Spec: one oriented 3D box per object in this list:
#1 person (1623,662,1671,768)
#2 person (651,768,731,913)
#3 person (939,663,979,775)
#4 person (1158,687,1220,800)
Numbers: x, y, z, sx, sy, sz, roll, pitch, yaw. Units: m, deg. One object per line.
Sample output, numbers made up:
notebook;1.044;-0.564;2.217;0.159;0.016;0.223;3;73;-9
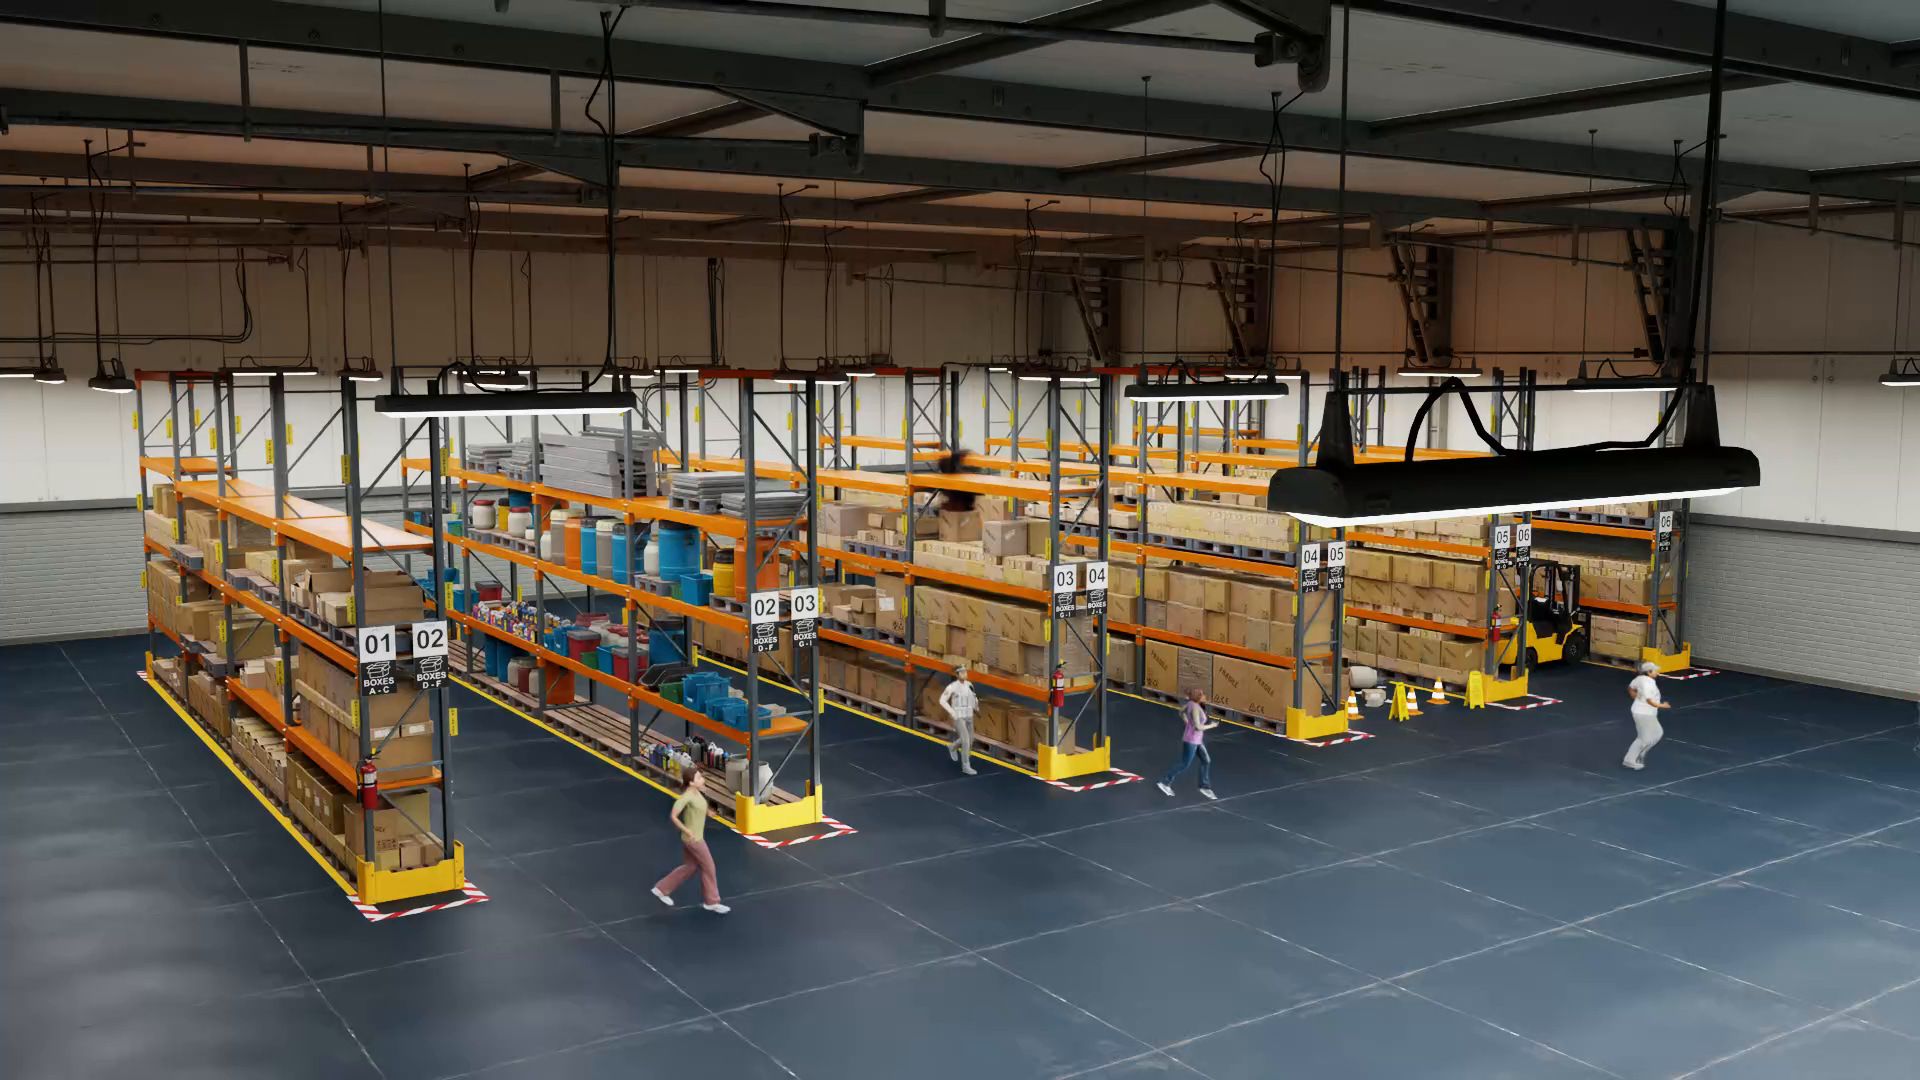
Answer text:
person;10.449;2.673;25.286;0.651;1.674;0.624;2;7;14
person;-3.052;3.388;18.790;0.891;1.681;0.564;-1;6;-5
person;0.001;2.673;25.122;0.614;1.660;0.767;-5;8;-38
person;3.243;2.883;23.571;0.851;1.631;0.549;1;7;8
